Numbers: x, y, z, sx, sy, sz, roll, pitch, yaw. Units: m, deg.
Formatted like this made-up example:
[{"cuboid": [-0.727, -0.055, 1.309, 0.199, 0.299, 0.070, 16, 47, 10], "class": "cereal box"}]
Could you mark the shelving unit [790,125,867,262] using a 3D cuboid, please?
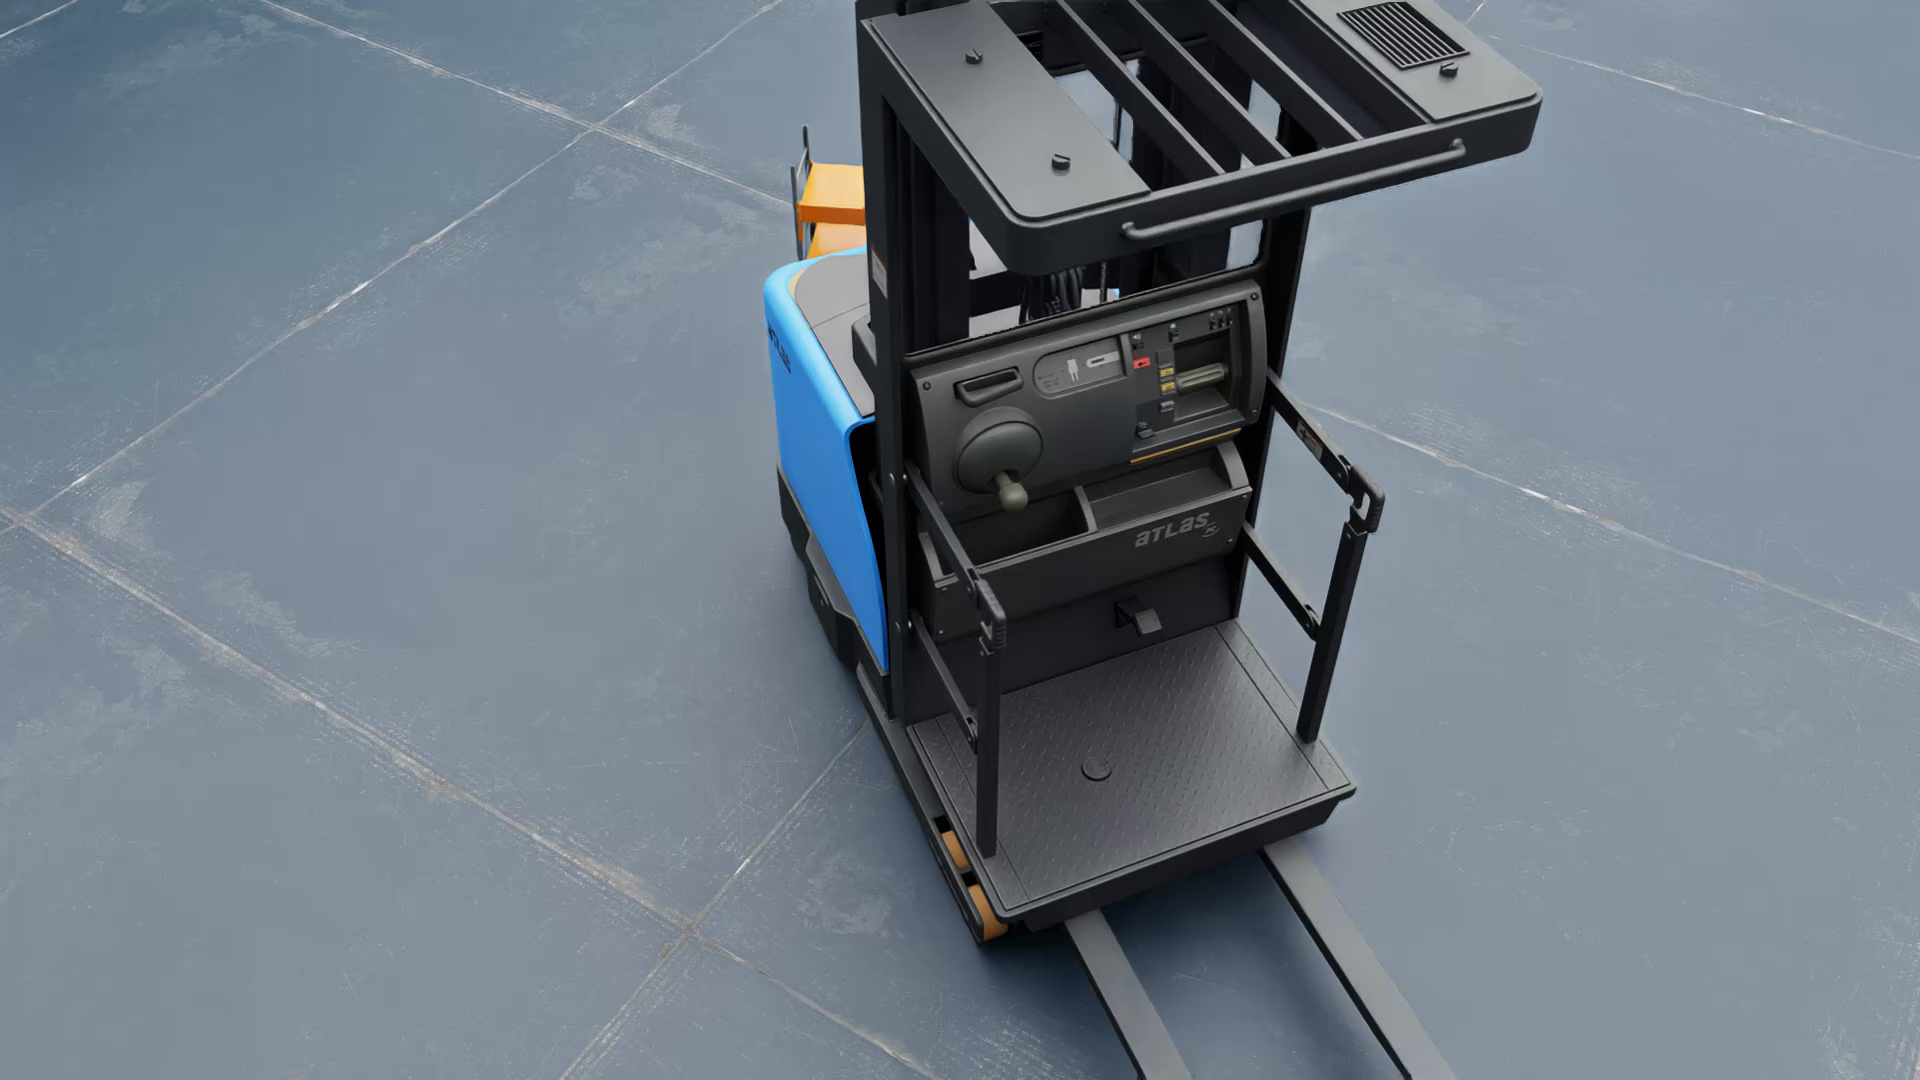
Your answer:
[{"cuboid": [-0.271, -0.821, 5.711, 0.503, 1.200, 0.258, 5, 46, 5], "class": "shelving unit"}]

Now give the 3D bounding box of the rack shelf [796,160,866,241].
[{"cuboid": [-0.271, -1.094, 5.429, 0.480, 0.148, 0.258, 5, 46, 5], "class": "rack shelf"}]

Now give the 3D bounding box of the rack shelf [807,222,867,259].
[{"cuboid": [-0.271, -0.930, 5.599, 0.480, 0.148, 0.258, 5, 46, 5], "class": "rack shelf"}]

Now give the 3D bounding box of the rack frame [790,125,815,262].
[{"cuboid": [-0.513, -0.840, 5.730, 0.015, 1.200, 0.240, 5, 46, 5], "class": "rack frame"}]

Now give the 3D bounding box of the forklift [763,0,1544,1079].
[{"cuboid": [0.421, -0.256, 3.955, 1.130, 2.935, 3.031, -17, 48, -16], "class": "forklift"}]
